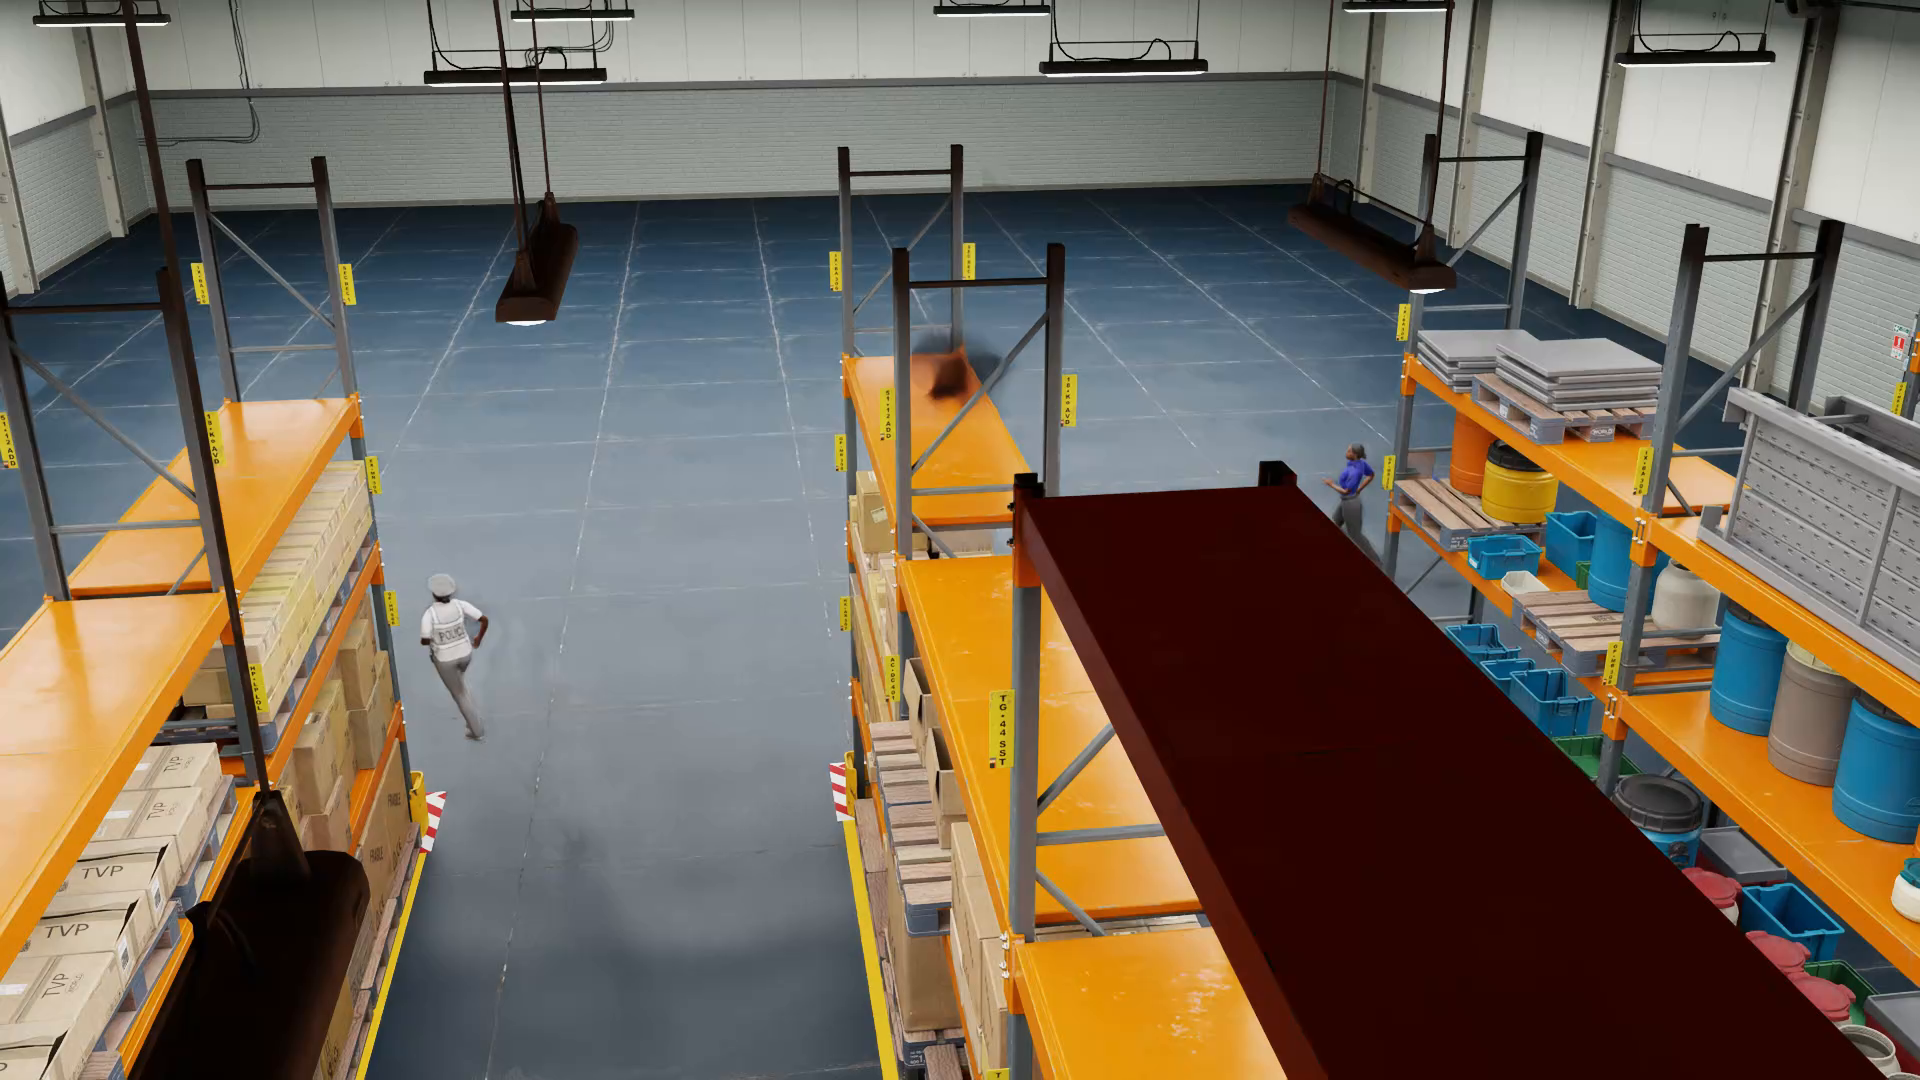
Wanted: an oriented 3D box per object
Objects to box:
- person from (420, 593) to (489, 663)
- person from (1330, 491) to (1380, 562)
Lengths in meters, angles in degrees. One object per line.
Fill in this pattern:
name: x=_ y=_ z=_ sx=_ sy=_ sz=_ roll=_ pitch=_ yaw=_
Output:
person: x=-4.818 y=0.728 z=15.629 sx=0.547 sy=0.795 sz=0.567 roll=17 pitch=27 yaw=36
person: x=4.830 y=-0.156 z=20.426 sx=0.703 sy=0.926 sz=0.372 roll=5 pitch=22 yaw=12
